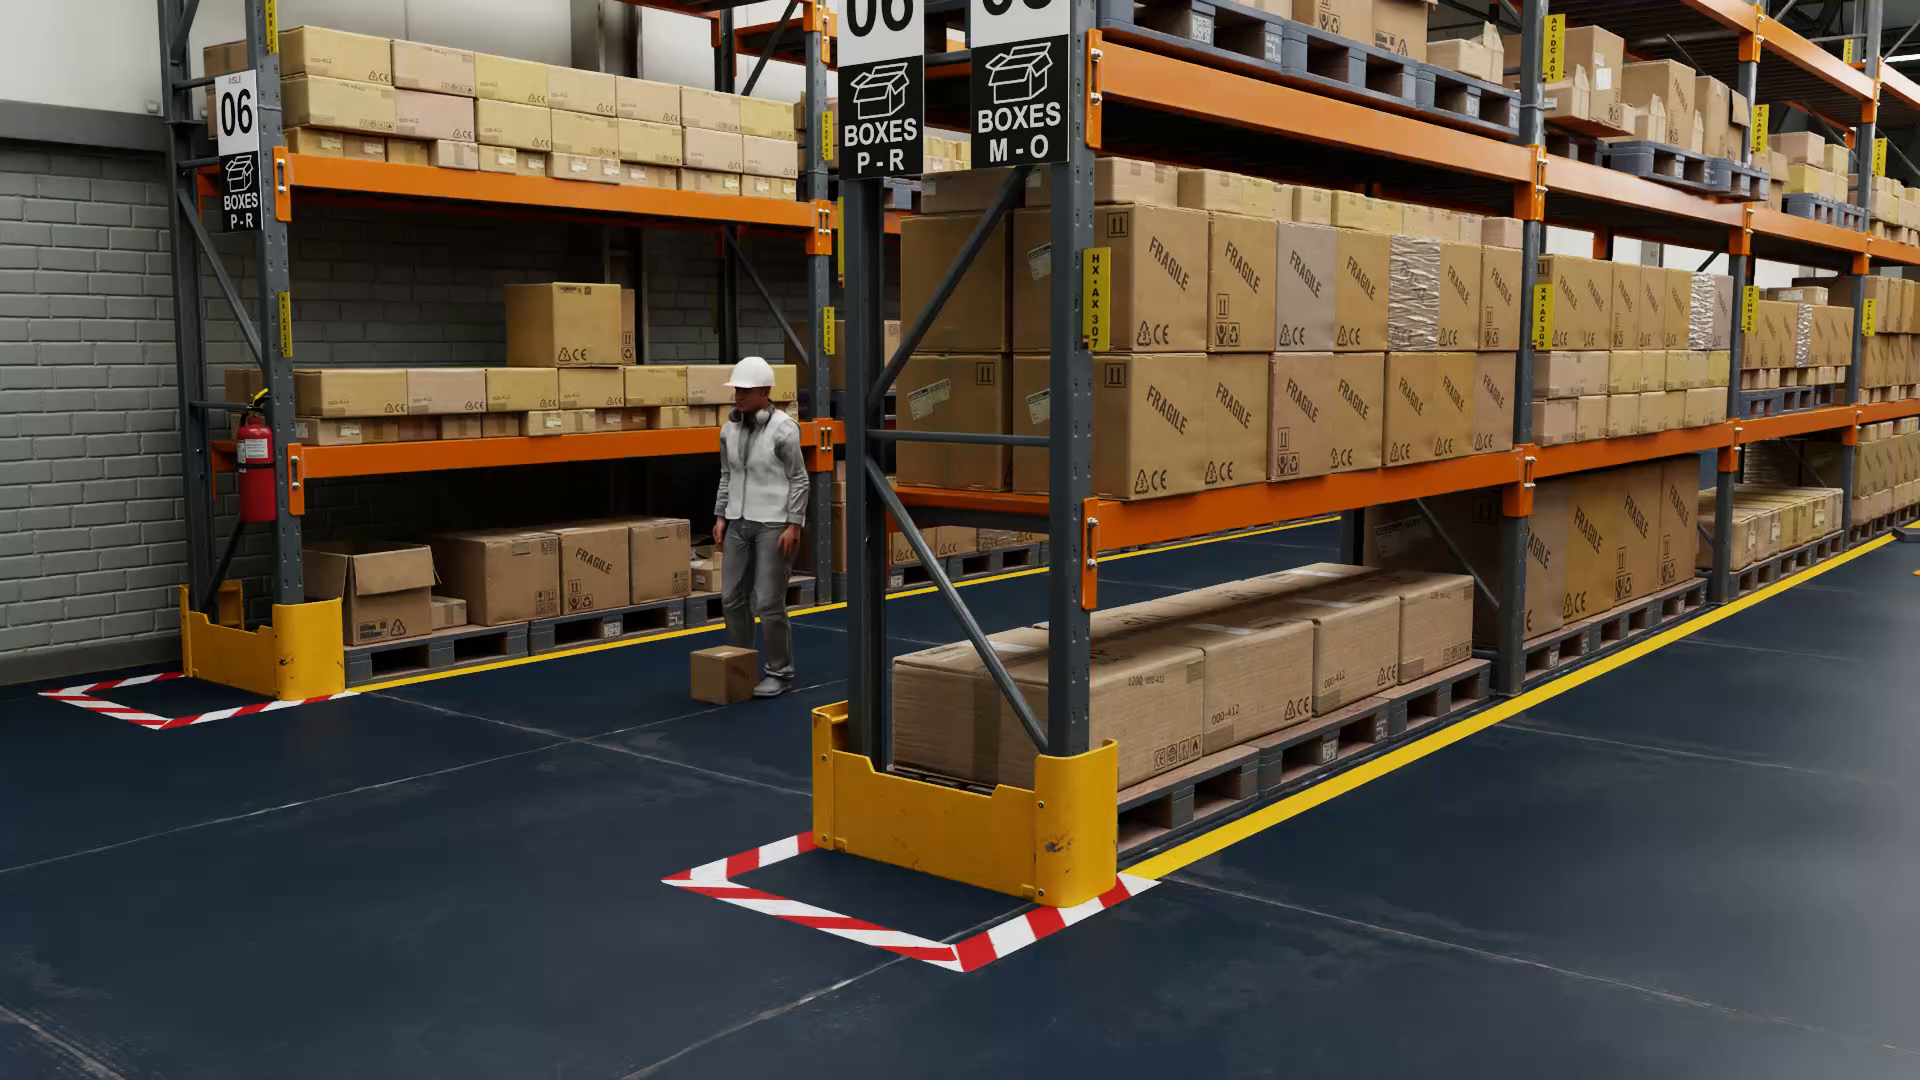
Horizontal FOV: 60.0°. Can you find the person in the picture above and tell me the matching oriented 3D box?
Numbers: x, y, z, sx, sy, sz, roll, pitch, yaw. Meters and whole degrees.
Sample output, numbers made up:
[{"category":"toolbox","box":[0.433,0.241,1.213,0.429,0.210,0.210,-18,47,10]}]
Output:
[{"category":"person","box":[-1.062,-0.076,8.774,0.586,1.770,0.463,5,8,35]}]
